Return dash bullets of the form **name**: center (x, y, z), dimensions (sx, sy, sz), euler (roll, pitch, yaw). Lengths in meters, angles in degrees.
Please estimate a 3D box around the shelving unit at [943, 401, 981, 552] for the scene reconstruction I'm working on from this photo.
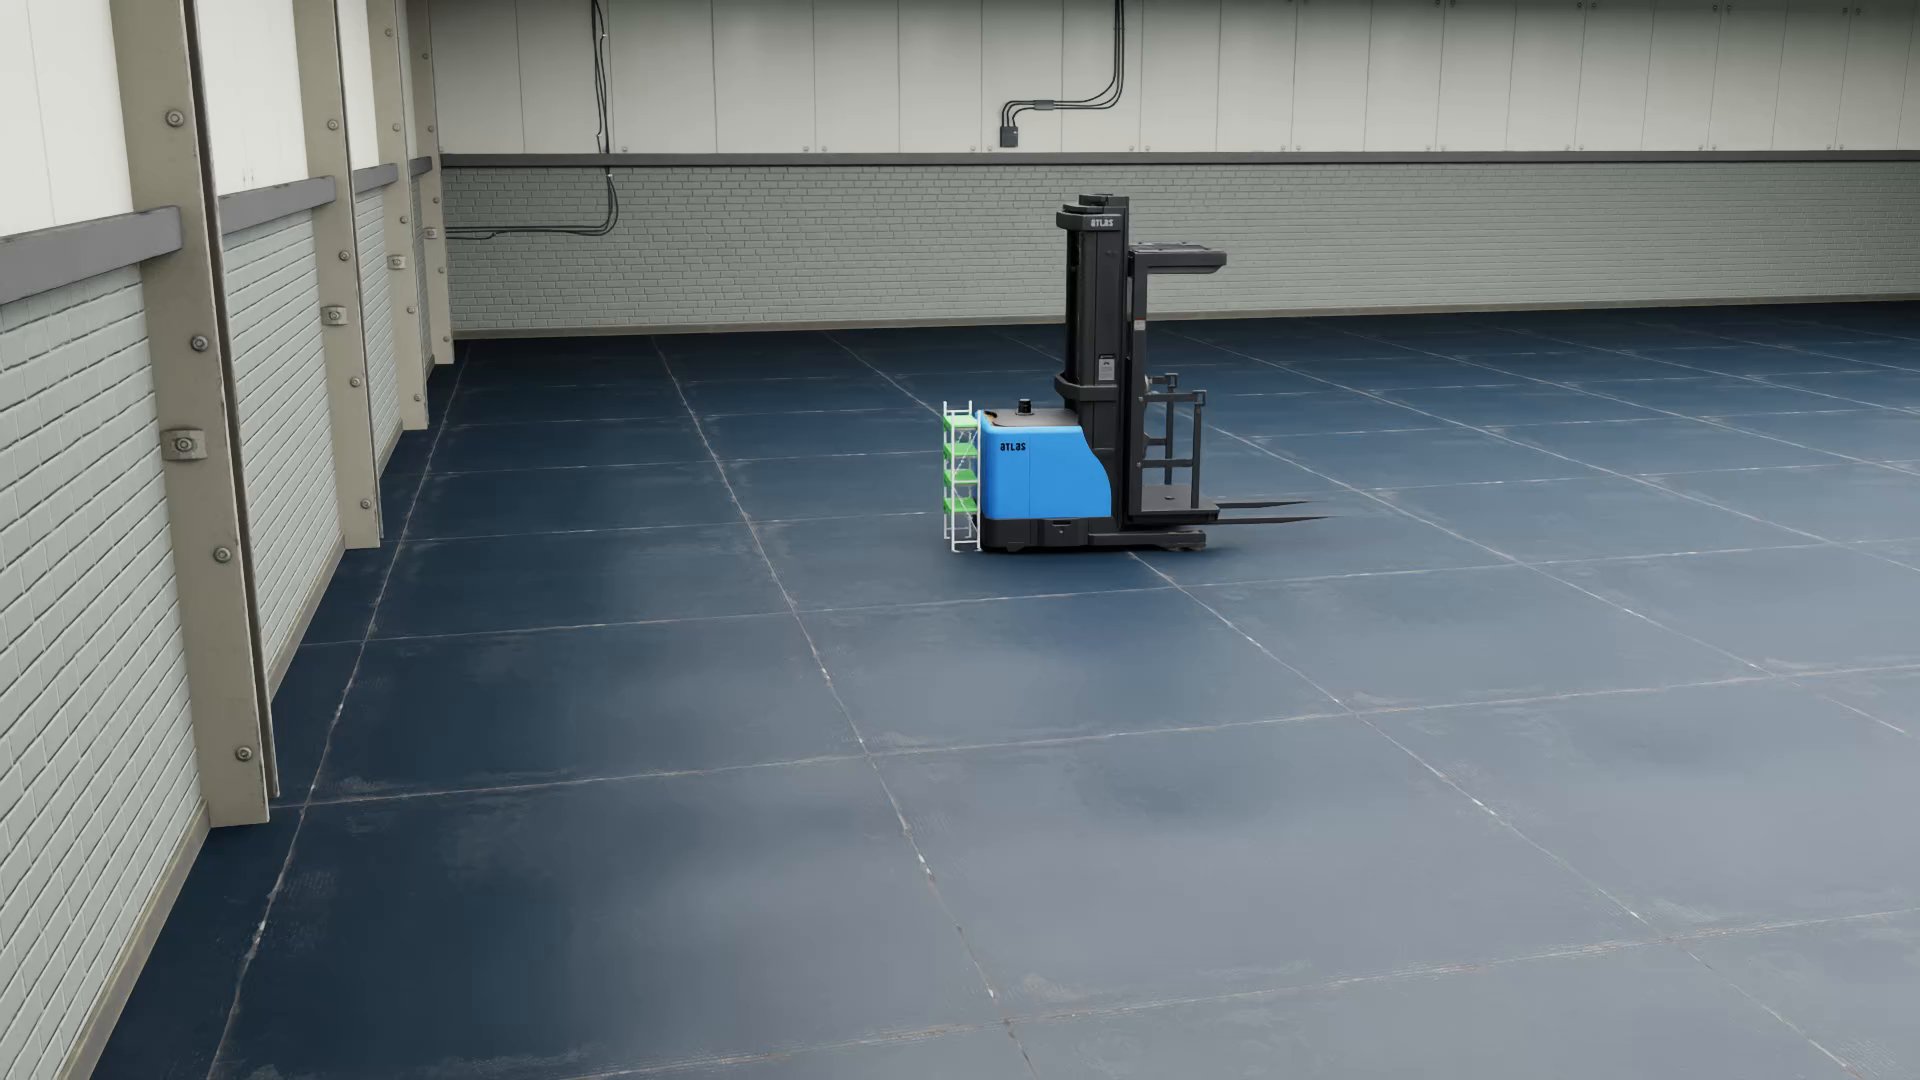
- **shelving unit**: center (0.015, -0.544, 14.127), dimensions (0.258, 1.200, 0.503), euler (-2, 14, -8)

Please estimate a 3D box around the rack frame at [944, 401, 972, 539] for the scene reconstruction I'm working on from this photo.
- **rack frame**: center (-0.020, -0.602, 14.361), dimensions (0.240, 1.200, 0.015), euler (-2, 14, -8)

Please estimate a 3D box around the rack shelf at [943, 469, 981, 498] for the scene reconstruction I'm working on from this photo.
- **rack shelf**: center (0.015, -0.482, 14.142), dimensions (0.258, 0.148, 0.480), euler (-2, 14, -8)

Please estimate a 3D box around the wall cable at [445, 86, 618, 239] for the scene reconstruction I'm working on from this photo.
- **wall cable**: center (-7.373, -6.360, 28.042), dimensions (3.097, 2.526, 0.112), euler (-3, 14, -13)

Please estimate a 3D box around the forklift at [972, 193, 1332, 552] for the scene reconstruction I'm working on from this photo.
- **forklift**: center (1.660, -1.451, 14.190), dimensions (3.031, 2.935, 1.130), euler (-1, 14, -6)

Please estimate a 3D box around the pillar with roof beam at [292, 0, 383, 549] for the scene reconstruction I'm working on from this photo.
- **pillar with roof beam**: center (-0.963, -4.587, 14.241), dimensions (9.100, 9.000, 0.400), euler (-3, 14, -13)

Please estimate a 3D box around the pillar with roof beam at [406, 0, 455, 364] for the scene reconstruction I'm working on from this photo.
- **pillar with roof beam**: center (-3.781, -7.355, 25.572), dimensions (9.100, 9.000, 0.400), euler (-3, 14, -13)

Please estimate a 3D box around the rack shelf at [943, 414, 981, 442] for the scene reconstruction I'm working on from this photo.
- **rack shelf**: center (0.015, -0.948, 14.028), dimensions (0.258, 0.148, 0.480), euler (-2, 14, -8)

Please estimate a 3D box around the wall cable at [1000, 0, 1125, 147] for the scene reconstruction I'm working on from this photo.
- **wall cable**: center (1.859, -10.046, 29.421), dimensions (2.305, 6.003, 0.169), euler (-3, 14, -13)

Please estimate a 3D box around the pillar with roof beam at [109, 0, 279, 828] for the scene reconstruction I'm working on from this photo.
- **pillar with roof beam**: center (0.446, -3.203, 8.576), dimensions (9.100, 9.000, 0.400), euler (-3, 14, -13)

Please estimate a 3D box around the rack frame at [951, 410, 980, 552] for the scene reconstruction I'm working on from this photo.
- **rack frame**: center (0.049, -0.487, 13.892), dimensions (0.240, 1.200, 0.015), euler (-2, 14, -8)

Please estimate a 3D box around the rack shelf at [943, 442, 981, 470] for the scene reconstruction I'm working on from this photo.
- **rack shelf**: center (0.015, -0.715, 14.085), dimensions (0.258, 0.148, 0.480), euler (-2, 14, -8)

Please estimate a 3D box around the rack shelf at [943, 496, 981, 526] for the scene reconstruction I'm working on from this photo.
- **rack shelf**: center (0.015, -0.249, 14.199), dimensions (0.258, 0.148, 0.480), euler (-2, 14, -8)

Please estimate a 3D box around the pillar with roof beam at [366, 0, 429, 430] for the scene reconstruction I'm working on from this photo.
- **pillar with roof beam**: center (-2.372, -5.971, 19.907), dimensions (9.100, 9.000, 0.400), euler (-3, 14, -13)

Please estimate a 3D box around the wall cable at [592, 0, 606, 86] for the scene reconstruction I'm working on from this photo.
- **wall cable**: center (-4.743, -8.964, 28.060), dimensions (3.097, 2.526, 0.112), euler (-3, 14, -13)
